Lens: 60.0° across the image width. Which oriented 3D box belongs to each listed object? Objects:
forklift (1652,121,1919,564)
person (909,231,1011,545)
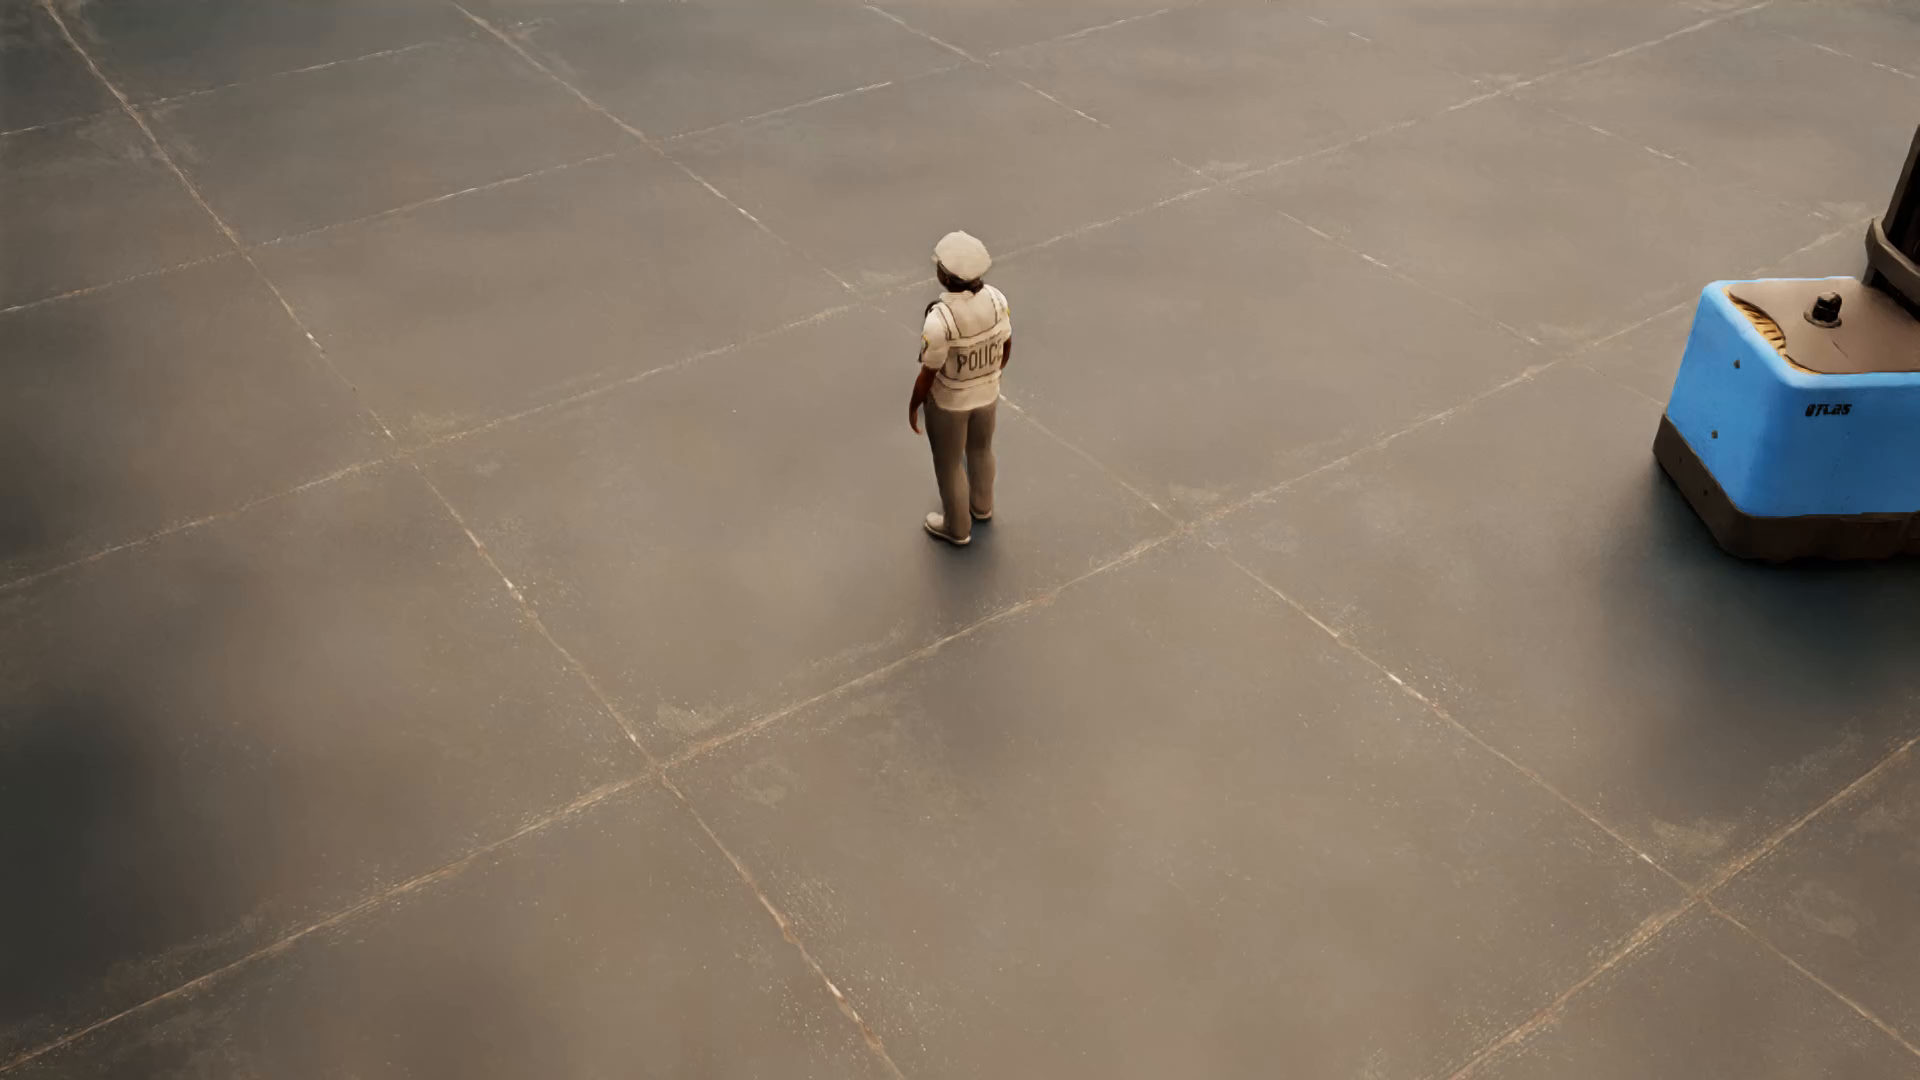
[{"bbox_3d":[5.259,-1.395,7.831,3.031,2.935,1.130,-2,37,-3],"label":"forklift"},{"bbox_3d":[-0.027,-0.731,7.960,0.570,1.695,0.529,-23,42,-28],"label":"person"}]
